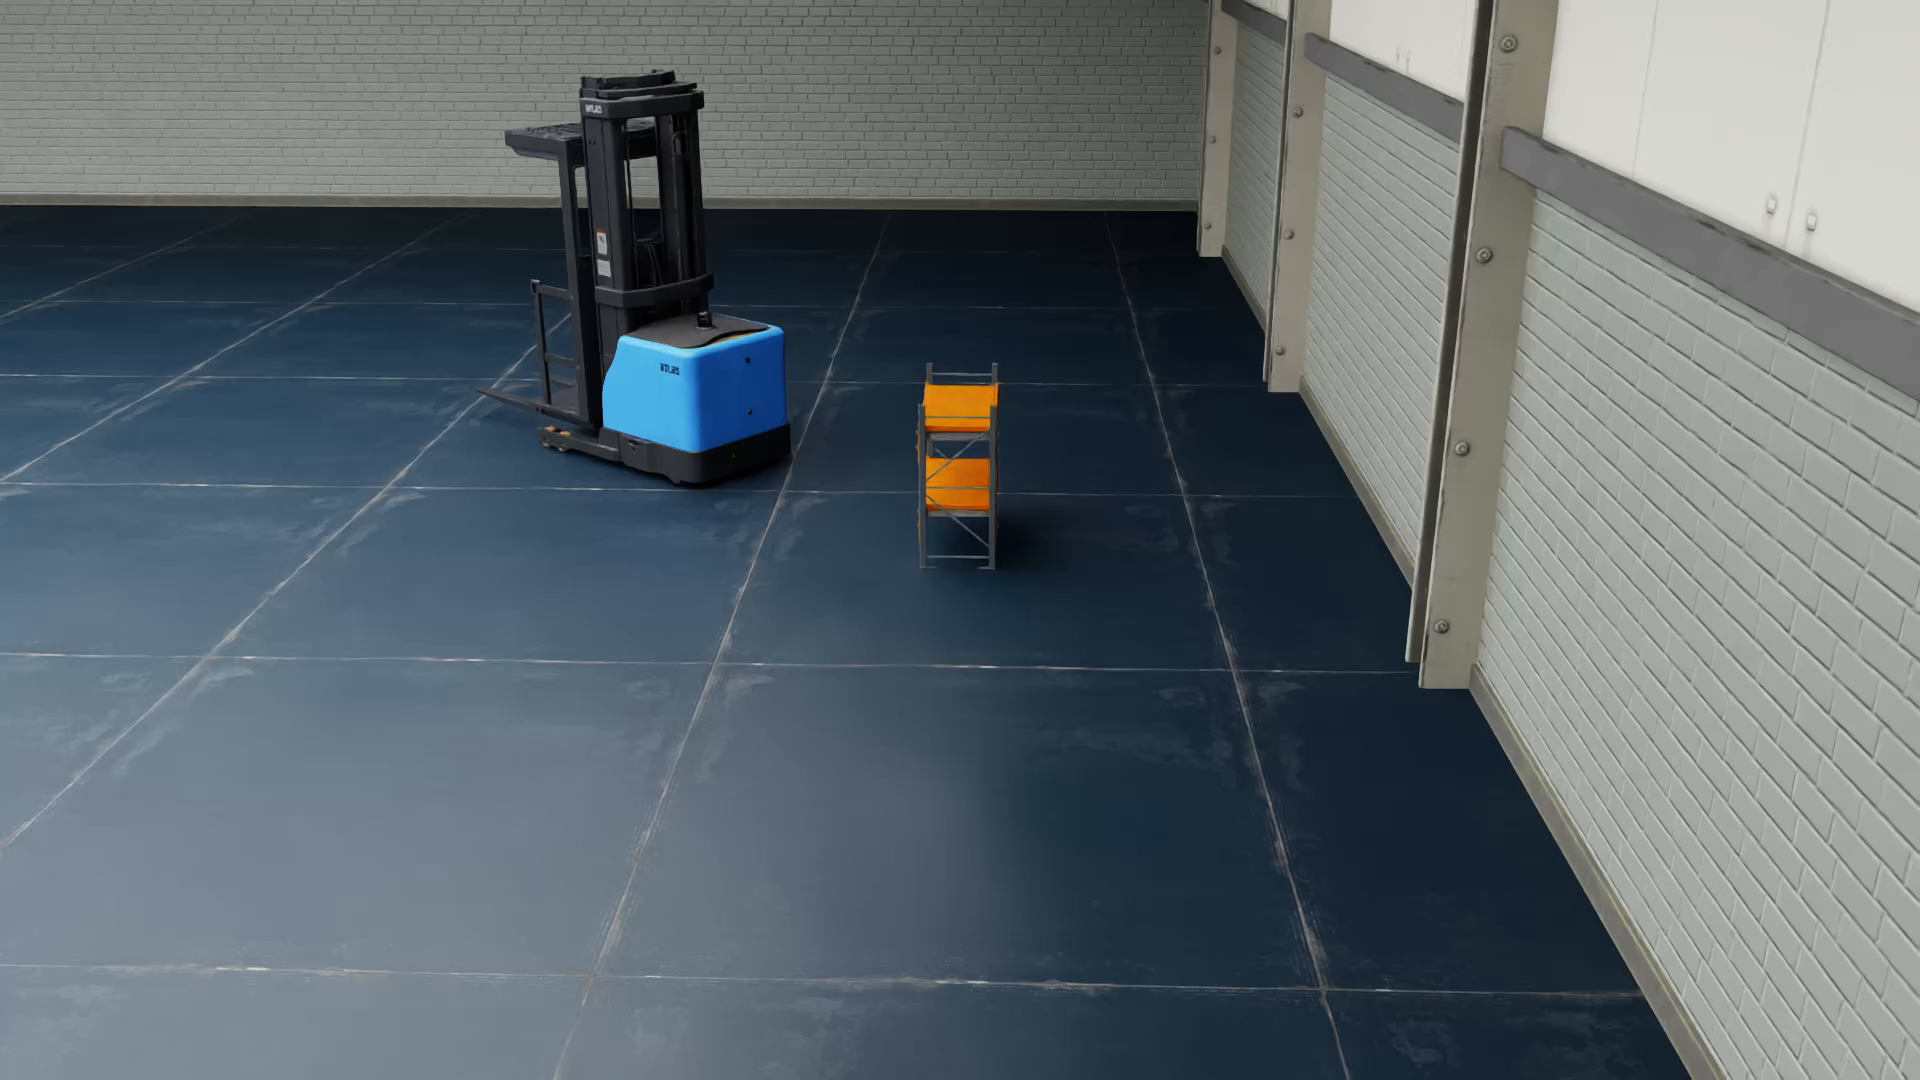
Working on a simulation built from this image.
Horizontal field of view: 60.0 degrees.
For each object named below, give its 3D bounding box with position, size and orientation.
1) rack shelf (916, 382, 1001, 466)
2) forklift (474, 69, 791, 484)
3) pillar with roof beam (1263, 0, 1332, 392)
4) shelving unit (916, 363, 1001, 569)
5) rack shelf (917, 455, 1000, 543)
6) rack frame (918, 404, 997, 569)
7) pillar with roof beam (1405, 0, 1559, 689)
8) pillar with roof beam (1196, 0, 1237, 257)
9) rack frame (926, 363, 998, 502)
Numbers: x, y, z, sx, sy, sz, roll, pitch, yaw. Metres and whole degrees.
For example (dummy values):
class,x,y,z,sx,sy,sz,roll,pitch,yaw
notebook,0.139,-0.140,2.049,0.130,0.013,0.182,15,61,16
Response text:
class,x,y,z,sx,sy,sz,roll,pitch,yaw
rack shelf,0.000,-0.795,11.213,0.538,0.278,1.000,1,21,2
forklift,-2.794,-2.205,13.160,3.031,2.935,1.130,17,27,37
pillar with roof beam,-1.365,-5.647,13.643,9.100,9.000,0.400,1,21,2
shelving unit,0.000,-0.522,11.319,0.538,1.125,1.048,1,21,2
rack shelf,0.000,-0.294,11.408,0.538,0.278,1.000,1,21,2
rack frame,-0.016,-0.338,10.845,0.500,1.125,0.032,1,21,2
pillar with roof beam,-1.547,-3.478,8.052,9.100,9.000,0.400,1,21,2
pillar with roof beam,-1.182,-7.817,19.234,9.100,9.000,0.400,1,21,2
rack frame,0.015,-0.706,11.793,0.500,1.125,0.032,1,21,2
